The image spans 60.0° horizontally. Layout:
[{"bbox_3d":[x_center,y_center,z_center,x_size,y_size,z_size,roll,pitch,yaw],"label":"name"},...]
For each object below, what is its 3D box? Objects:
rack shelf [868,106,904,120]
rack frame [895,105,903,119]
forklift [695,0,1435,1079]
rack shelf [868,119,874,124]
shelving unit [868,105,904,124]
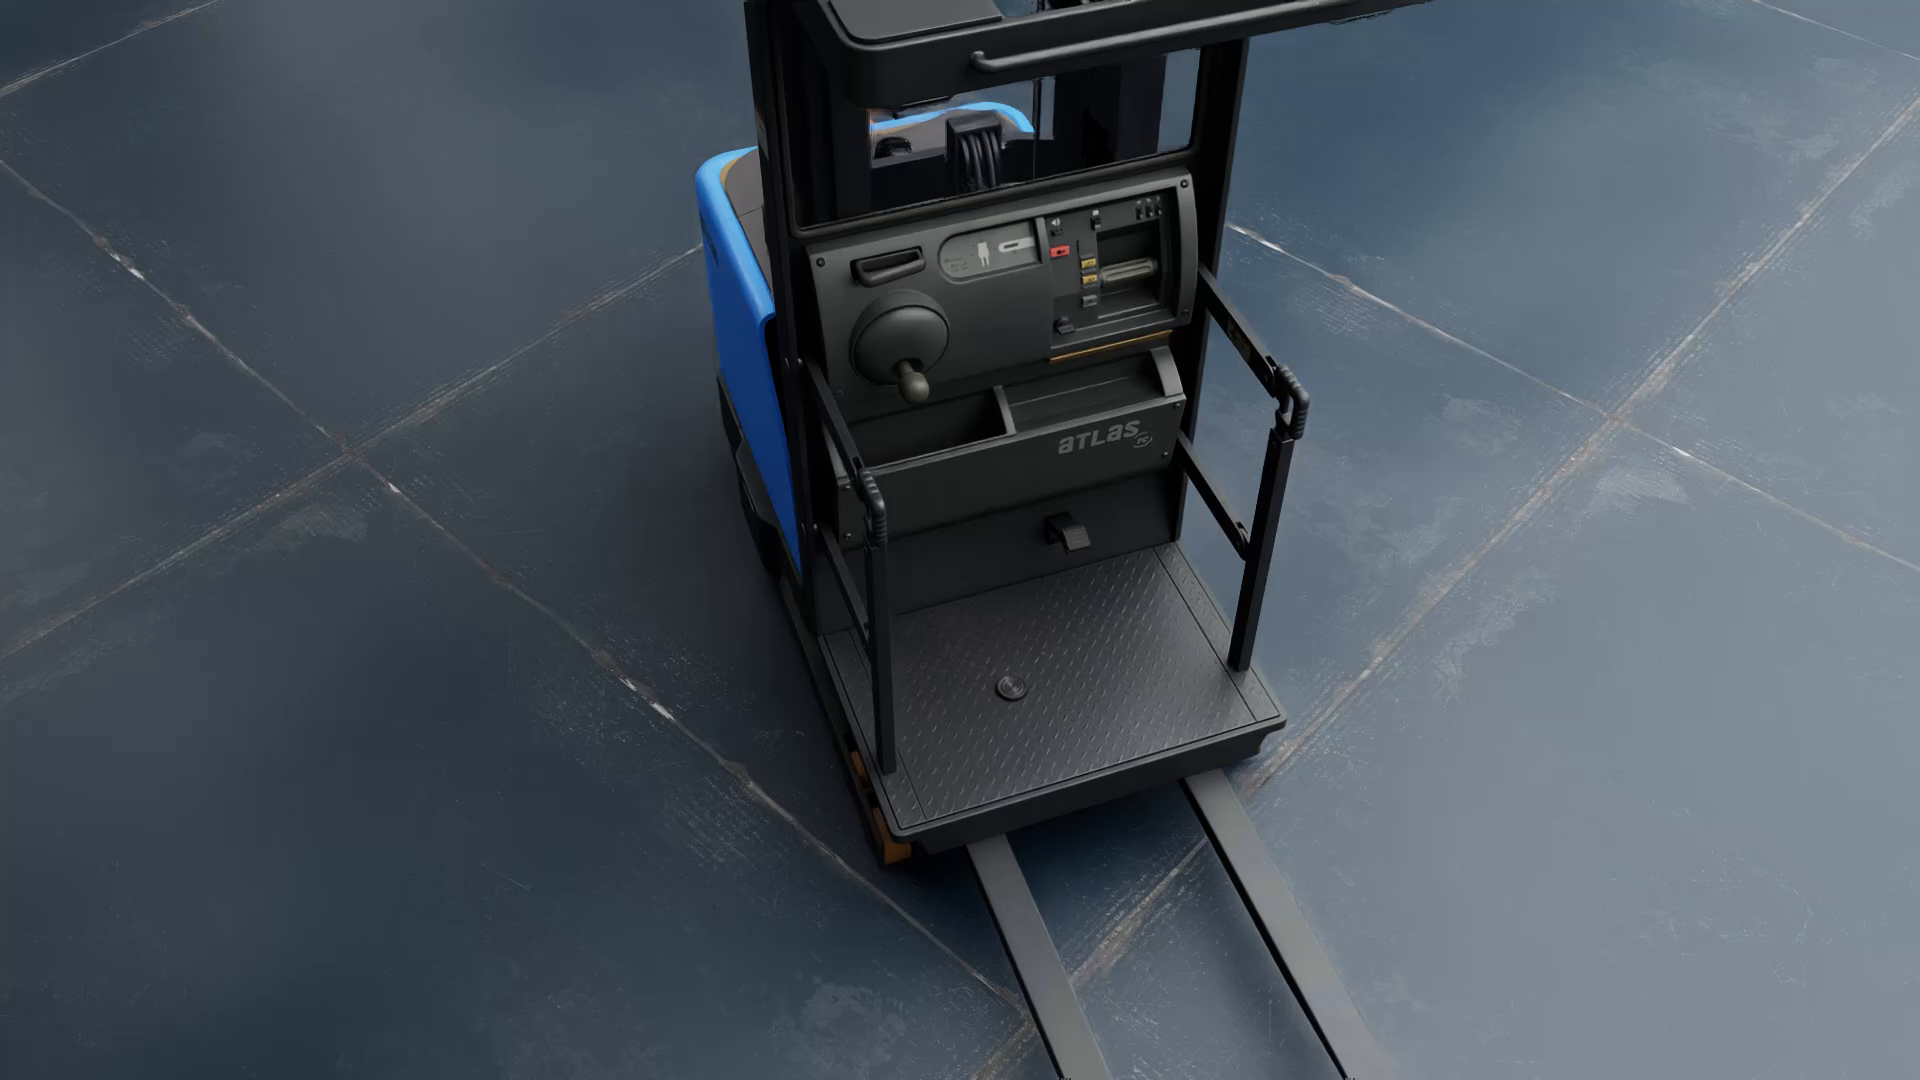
[{"bbox_3d":[-0.374,-1.412,5.209,0.258,0.148,0.480,-16,48,-14],"label":"rack shelf"},{"bbox_3d":[-0.286,-0.976,5.335,0.240,1.200,0.015,-16,48,-14],"label":"rack frame"},{"bbox_3d":[0.189,-0.487,3.697,1.130,2.935,3.031,-15,49,-13],"label":"forklift"},{"bbox_3d":[-0.373,-1.248,5.380,0.258,0.148,0.480,-16,48,-14],"label":"rack shelf"},{"bbox_3d":[-0.373,-1.140,5.493,0.258,1.200,0.503,-16,48,-14],"label":"shelving unit"}]
